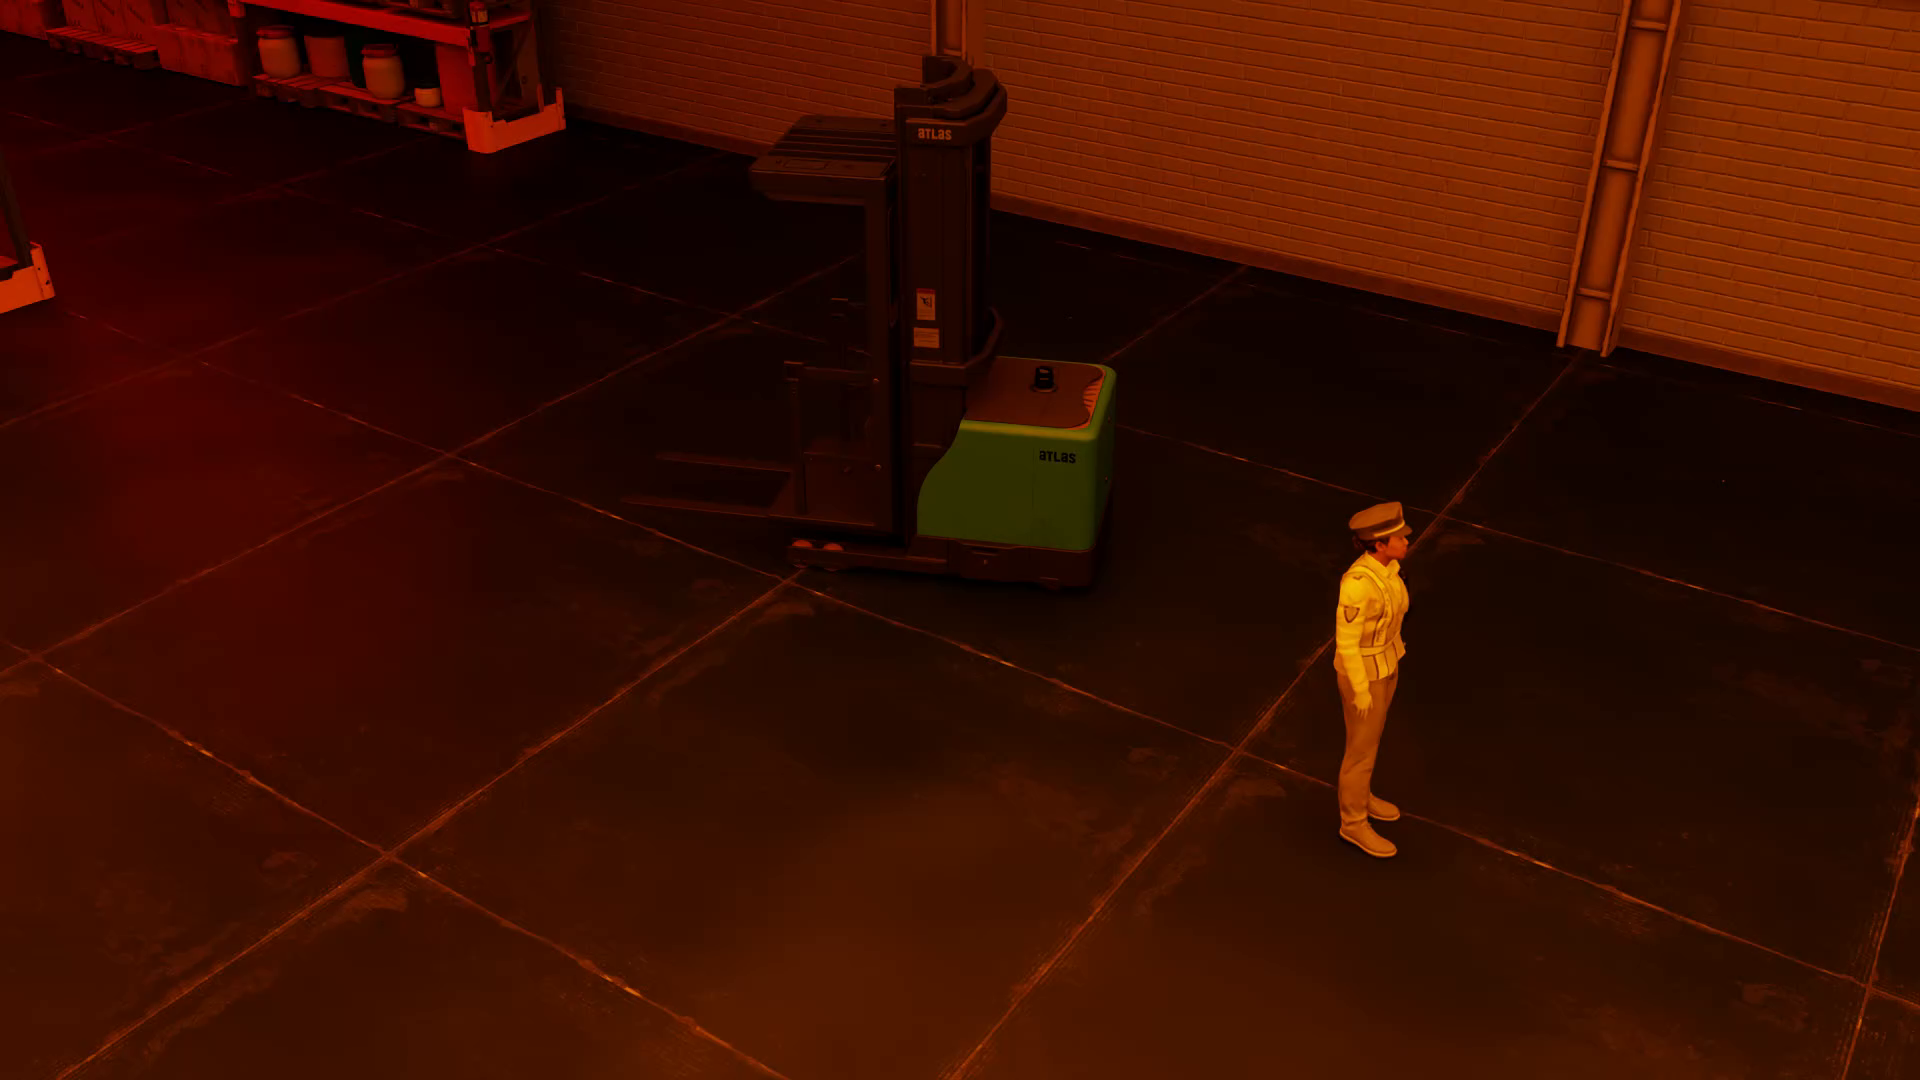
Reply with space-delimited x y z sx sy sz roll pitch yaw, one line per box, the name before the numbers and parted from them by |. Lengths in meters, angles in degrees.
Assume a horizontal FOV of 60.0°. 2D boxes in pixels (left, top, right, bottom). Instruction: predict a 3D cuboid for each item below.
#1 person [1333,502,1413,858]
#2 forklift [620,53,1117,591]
person | 1.965 0.616 7.752 0.504 1.704 0.574 17 34 26
forklift | -0.596 -1.330 9.871 3.031 2.935 1.130 6 31 10
